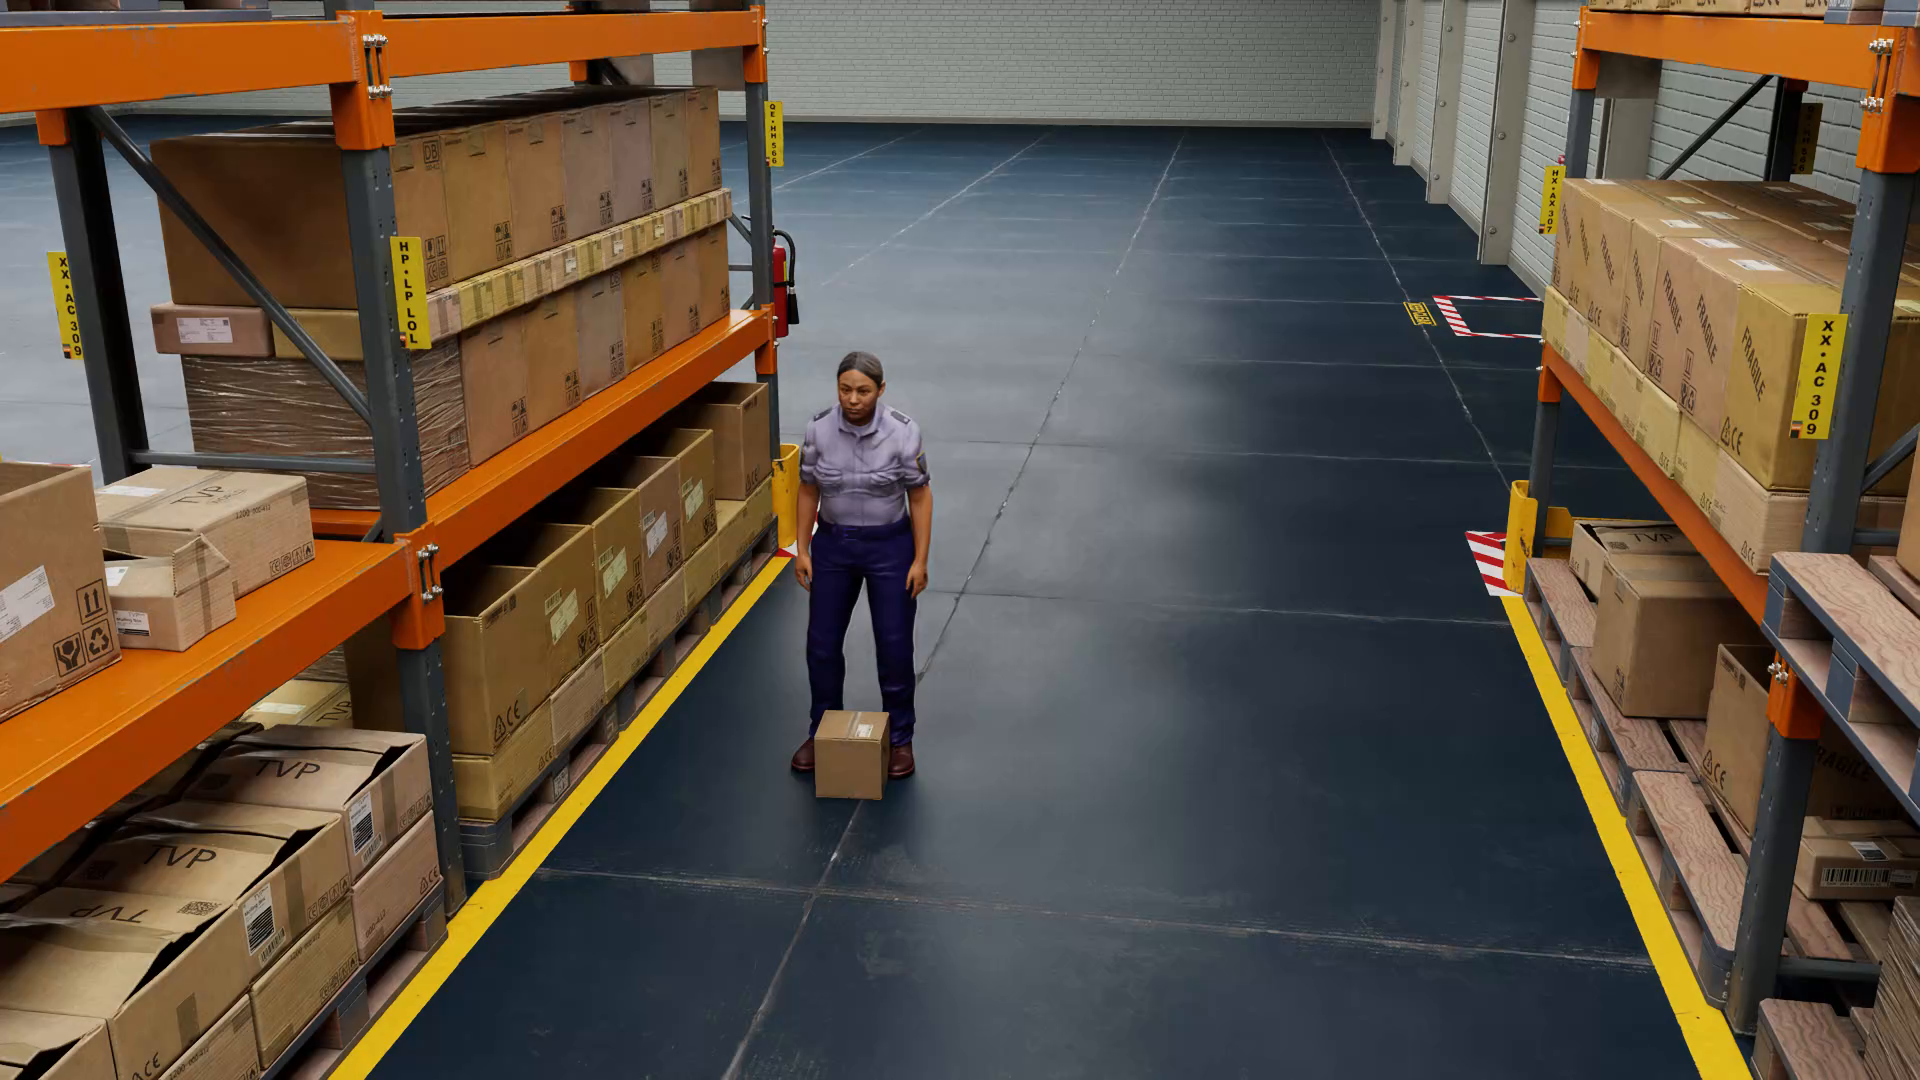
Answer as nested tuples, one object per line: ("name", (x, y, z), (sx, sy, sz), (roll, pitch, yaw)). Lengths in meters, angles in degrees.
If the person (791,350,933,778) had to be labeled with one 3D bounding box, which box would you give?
("person", (-0.375, 0.077, 6.330), (0.541, 1.652, 0.369), (3, 18, 9))
